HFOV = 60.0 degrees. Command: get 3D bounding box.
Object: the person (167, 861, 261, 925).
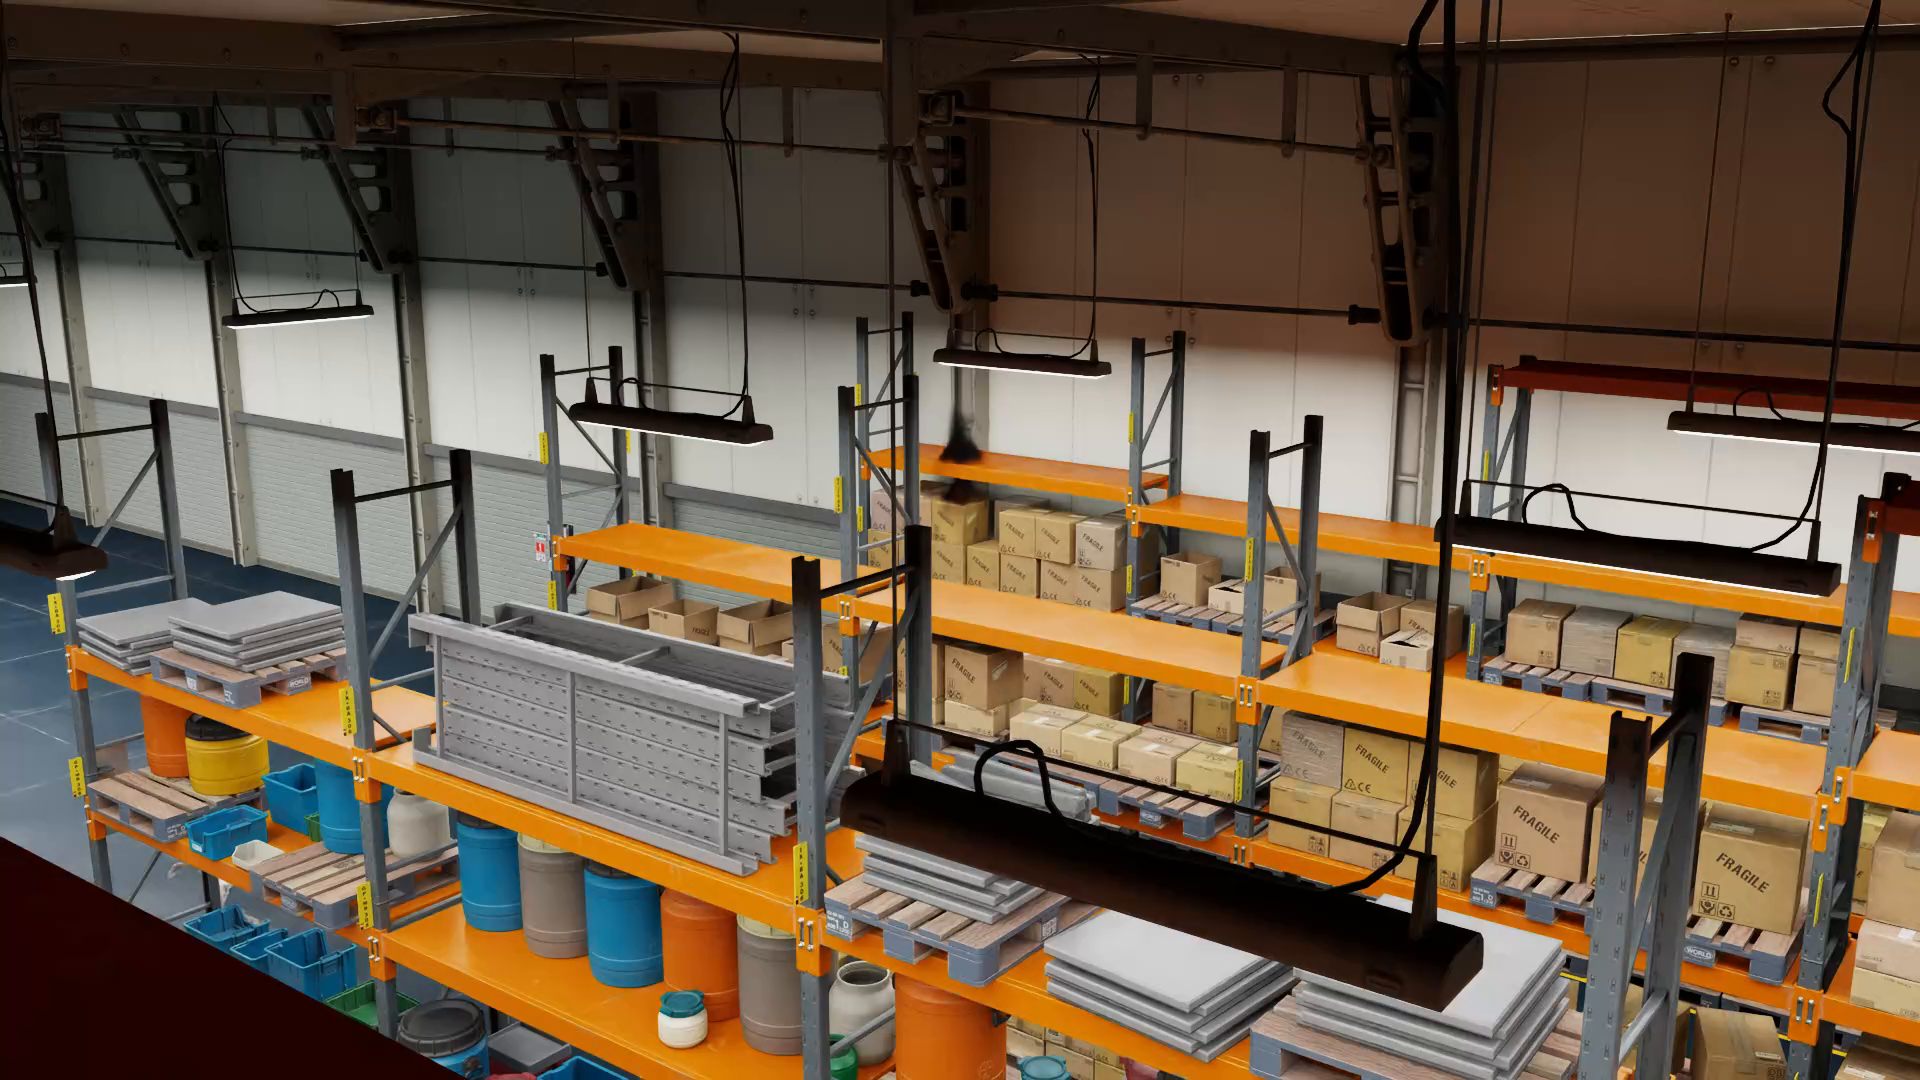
[{"bbox_3d":[-7.596,3.409,16.893,0.794,1.676,0.695,-10,16,-36],"label":"person"}]
